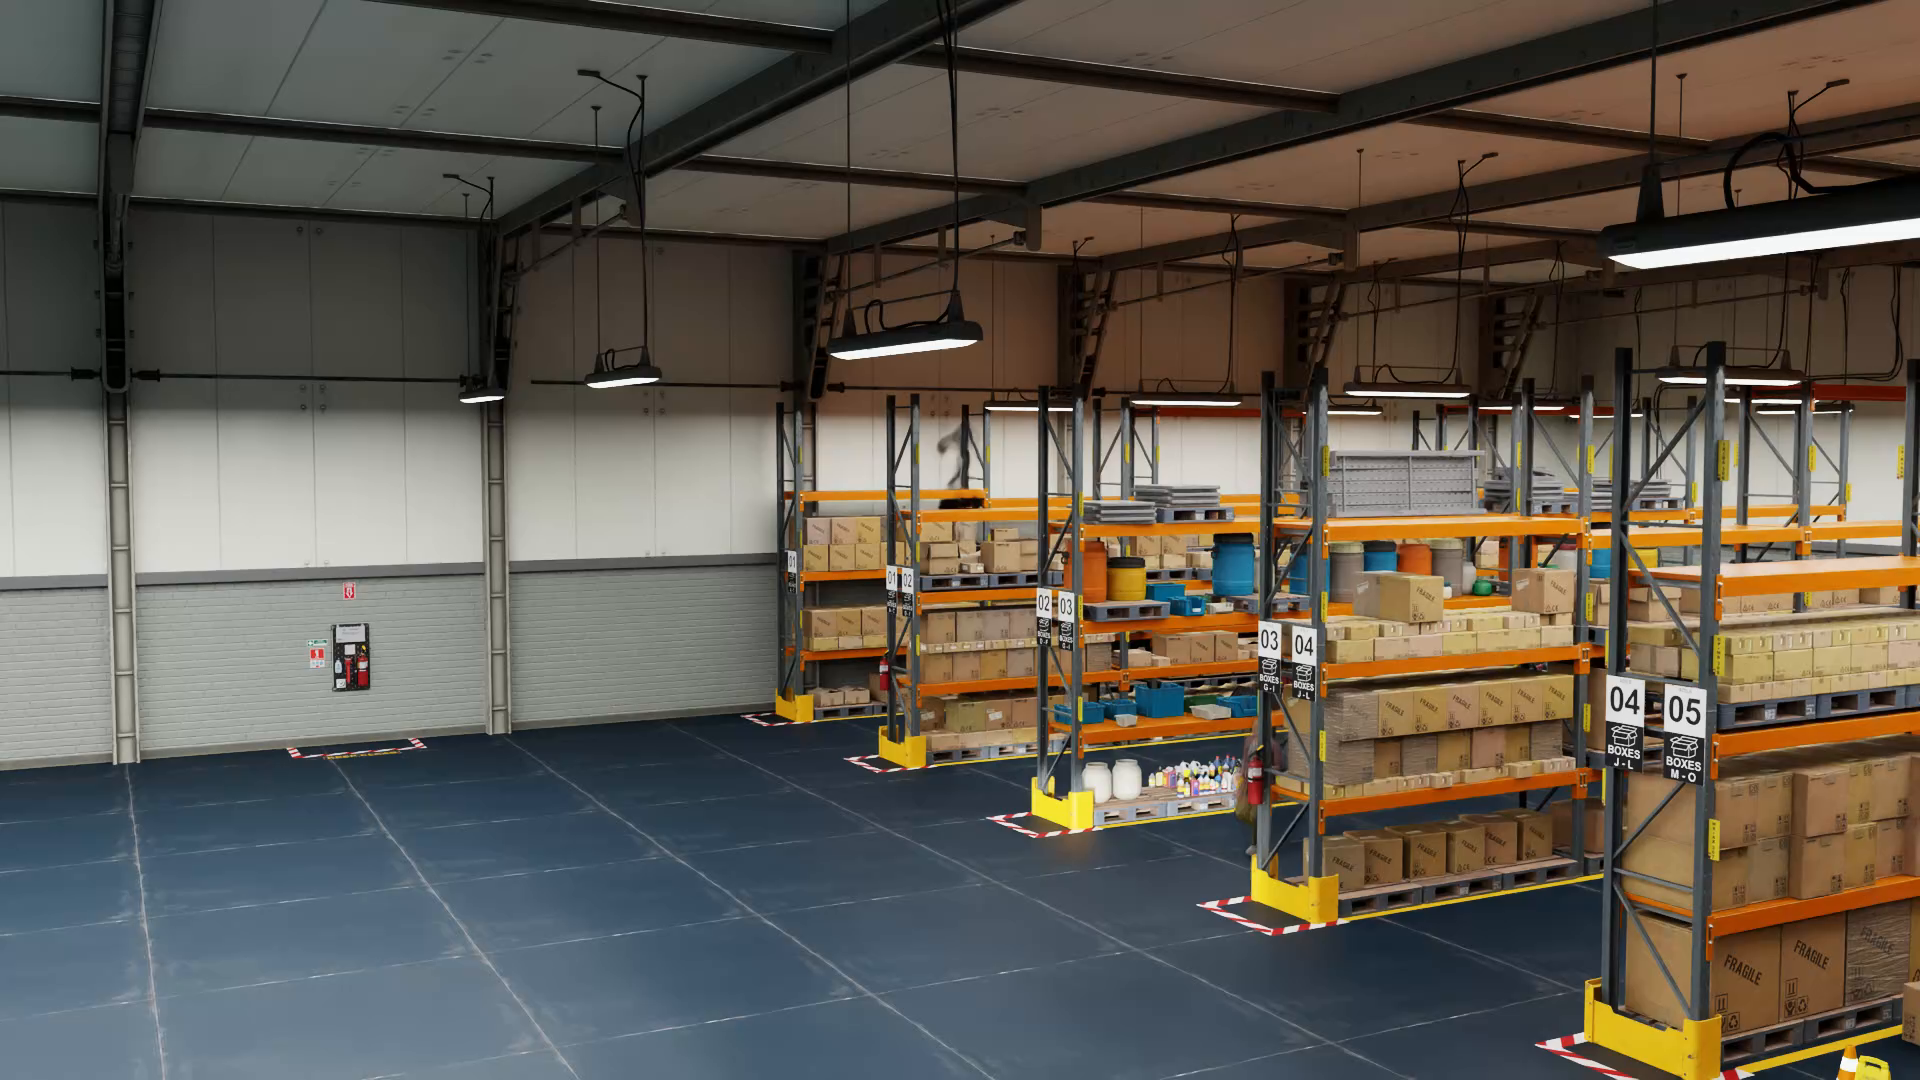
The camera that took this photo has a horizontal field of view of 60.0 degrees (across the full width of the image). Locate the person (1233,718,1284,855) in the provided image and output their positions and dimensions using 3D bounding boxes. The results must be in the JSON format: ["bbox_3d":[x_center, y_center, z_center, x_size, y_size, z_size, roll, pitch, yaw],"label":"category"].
[{"bbox_3d":[3.777,3.115,21.092,0.631,1.734,0.714,-3,4,-40],"label":"person"}]
